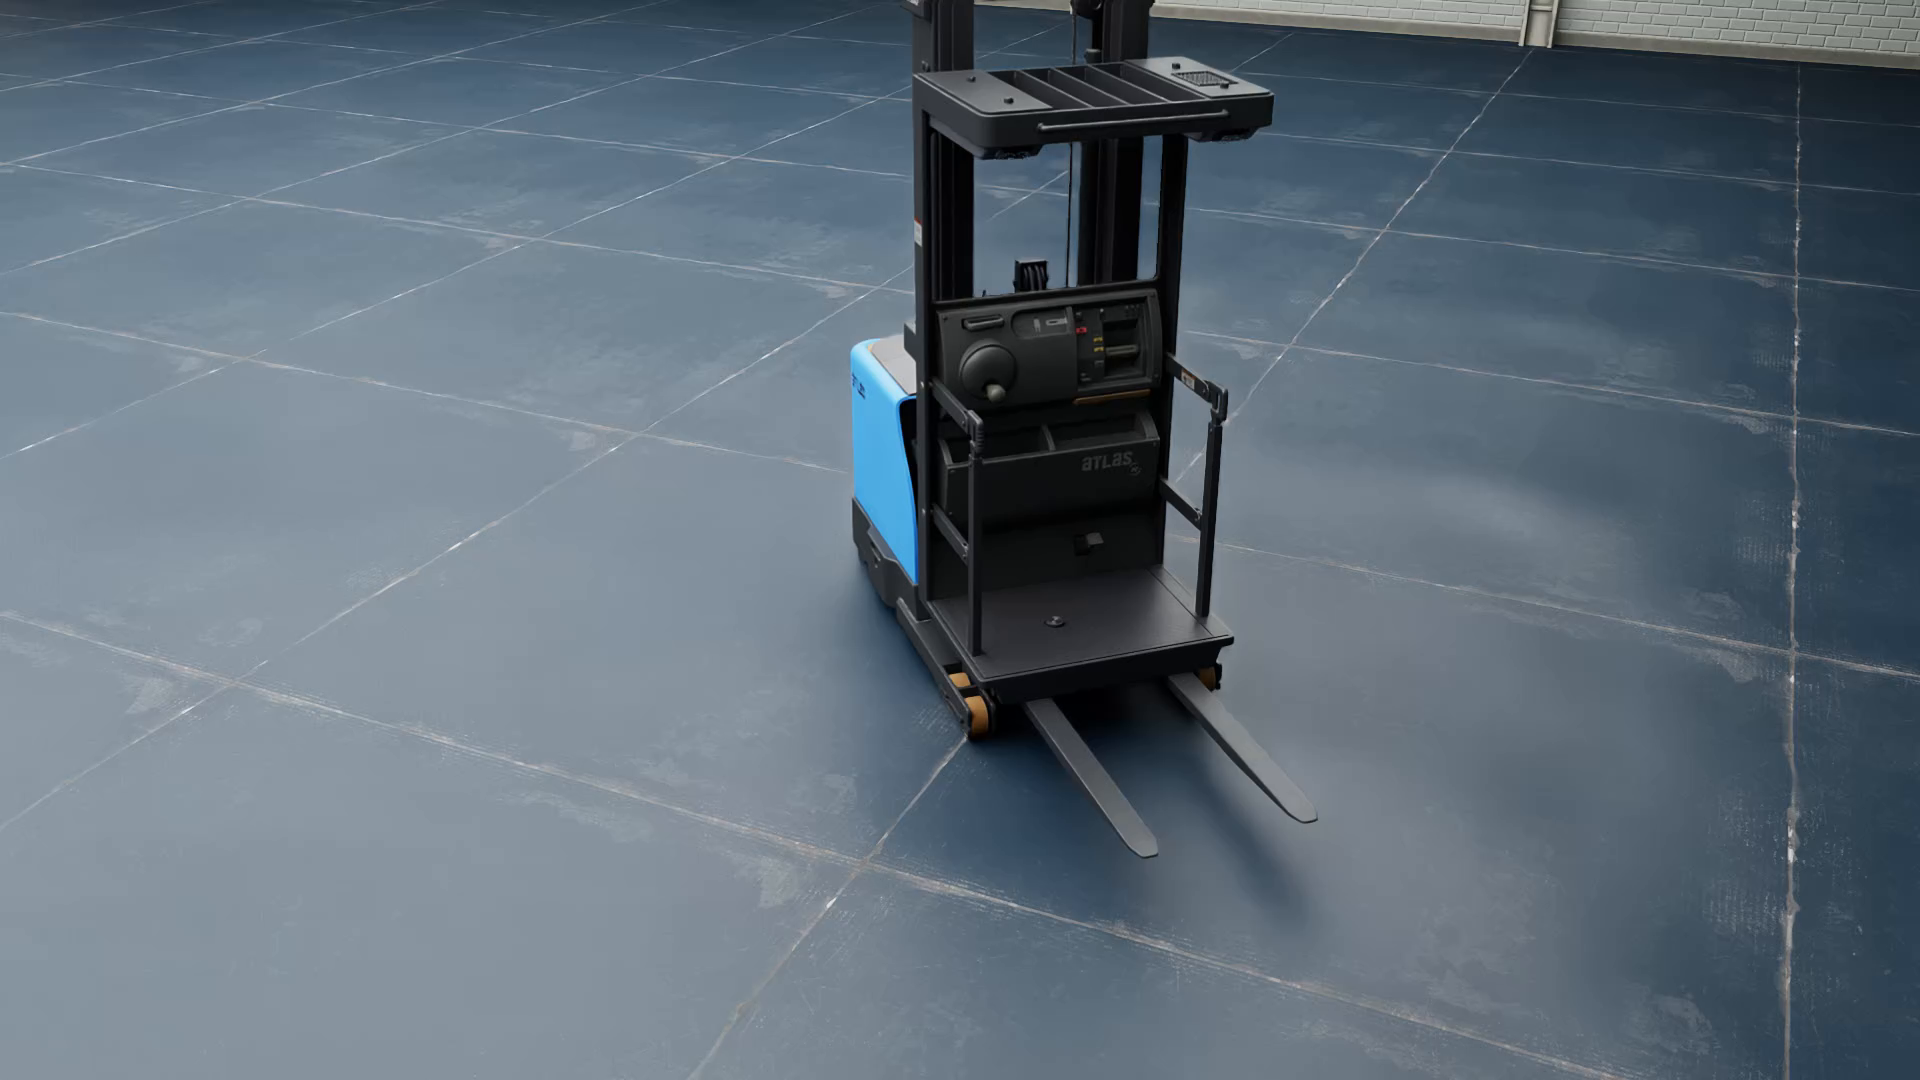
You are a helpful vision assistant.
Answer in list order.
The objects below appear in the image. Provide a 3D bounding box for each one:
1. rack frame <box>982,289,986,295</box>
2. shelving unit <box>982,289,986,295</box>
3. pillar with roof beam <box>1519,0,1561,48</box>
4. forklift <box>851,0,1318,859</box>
[{"bbox_3d":[0.037,-0.631,8.174,0.006,1.200,0.240,23,34,39],"label":"rack frame"},{"bbox_3d":[-0.028,-0.659,8.231,0.189,1.200,0.258,23,34,39],"label":"shelving unit"},{"bbox_3d":[5.459,-8.524,15.375,0.400,9.000,9.100,11,28,22],"label":"pillar with roof beam"},{"bbox_3d":[0.438,-0.729,6.412,1.130,2.935,3.031,-9,27,-17],"label":"forklift"}]
